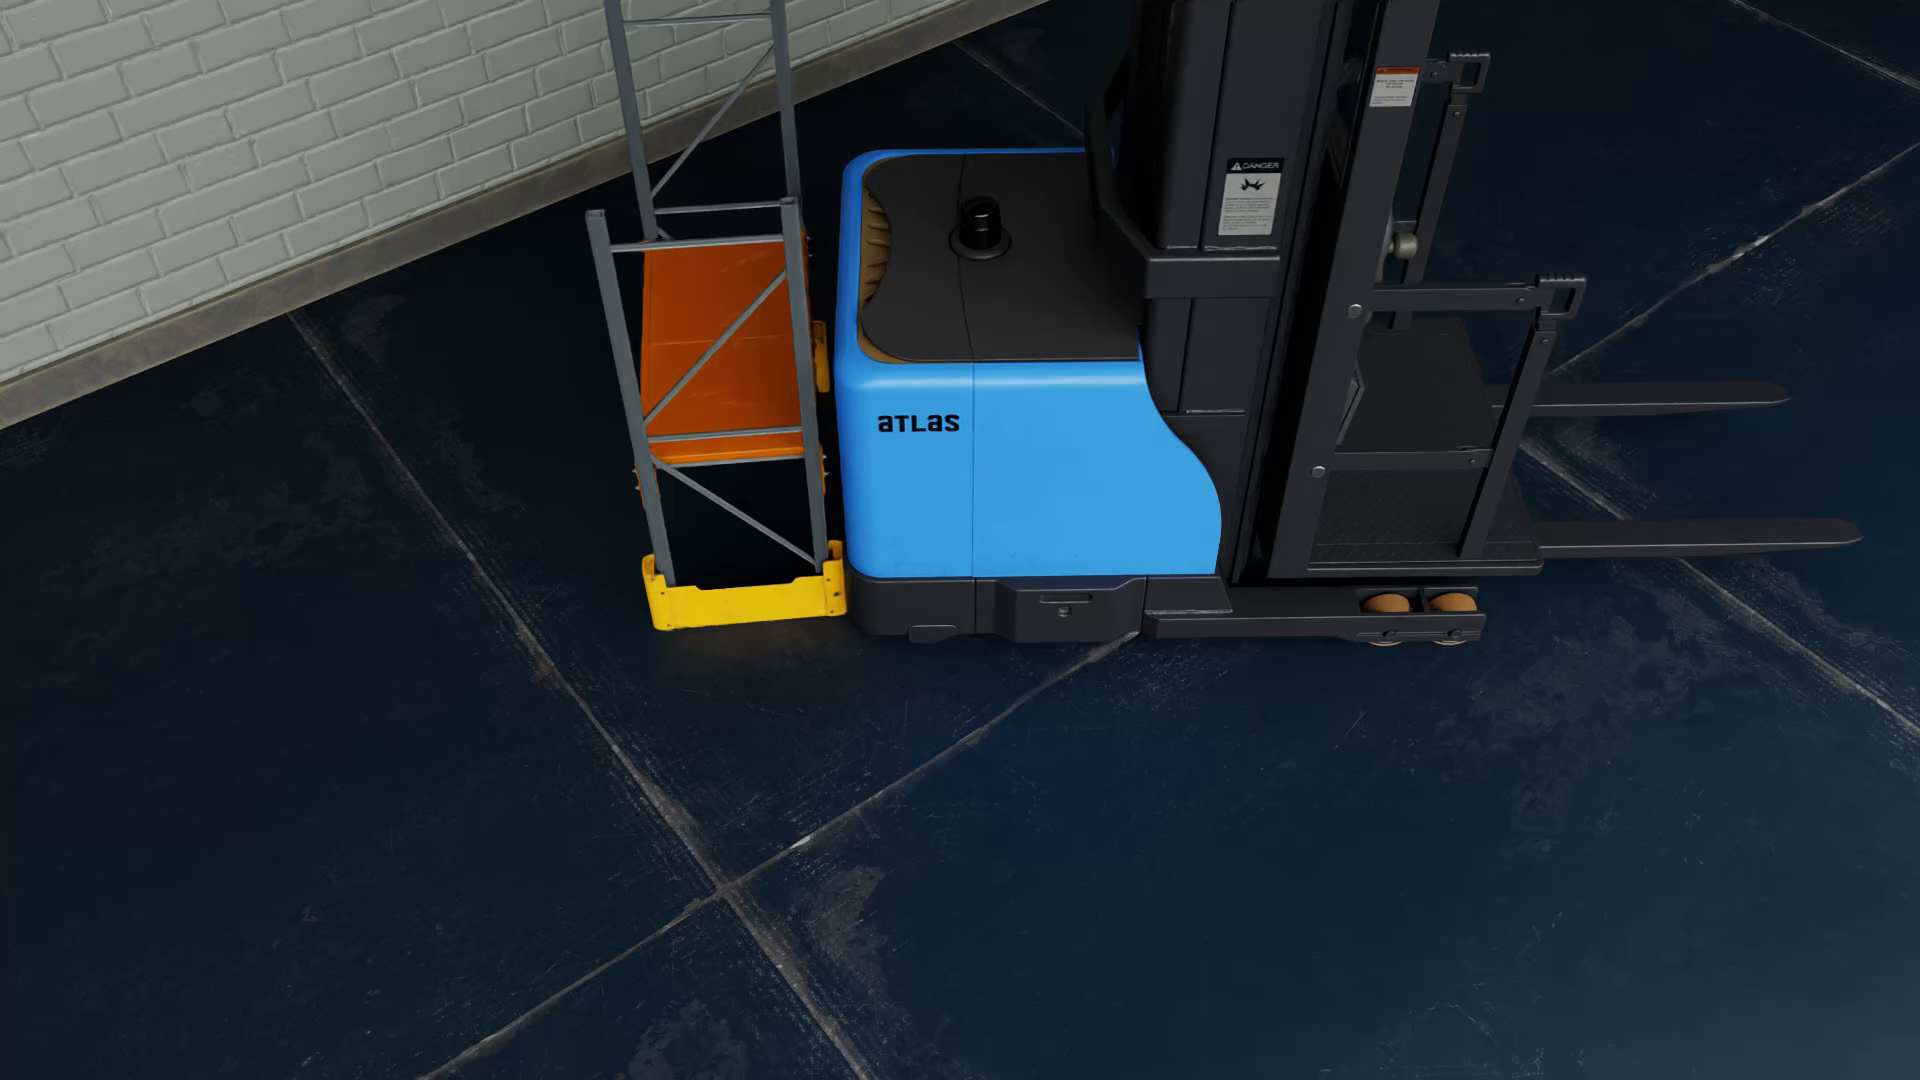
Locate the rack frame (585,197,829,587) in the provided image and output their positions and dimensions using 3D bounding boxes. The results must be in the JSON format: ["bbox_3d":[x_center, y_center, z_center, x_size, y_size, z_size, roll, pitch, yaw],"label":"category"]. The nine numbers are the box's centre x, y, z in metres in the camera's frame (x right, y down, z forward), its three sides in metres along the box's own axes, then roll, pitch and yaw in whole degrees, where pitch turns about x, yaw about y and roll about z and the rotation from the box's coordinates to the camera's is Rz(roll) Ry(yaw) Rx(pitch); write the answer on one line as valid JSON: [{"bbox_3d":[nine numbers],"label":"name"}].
[{"bbox_3d":[-0.635,-0.284,4.495,0.500,1.500,0.032,-4,48,-4],"label":"rack frame"}]

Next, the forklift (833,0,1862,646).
[{"bbox_3d":[1.169,-1.064,4.236,3.031,2.935,1.130,-1,48,-1],"label":"forklift"}]

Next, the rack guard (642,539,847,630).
[{"bbox_3d":[-0.635,0.135,4.959,0.587,0.250,0.087,-4,48,-4],"label":"rack guard"}]

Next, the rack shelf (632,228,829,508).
[{"bbox_3d":[-0.688,-0.538,4.968,0.538,0.185,1.000,-4,48,-4],"label":"rack shelf"}]

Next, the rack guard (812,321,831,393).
[{"bbox_3d":[-0.740,-0.599,5.625,0.587,0.250,0.087,-4,48,-4],"label":"rack guard"}]

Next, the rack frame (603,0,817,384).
[{"bbox_3d":[-0.742,-1.033,5.174,0.500,1.500,0.032,-4,48,-4],"label":"rack frame"}]

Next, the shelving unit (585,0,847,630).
[{"bbox_3d":[-0.687,-0.652,4.829,0.587,1.500,1.083,-4,48,-4],"label":"shelving unit"}]
